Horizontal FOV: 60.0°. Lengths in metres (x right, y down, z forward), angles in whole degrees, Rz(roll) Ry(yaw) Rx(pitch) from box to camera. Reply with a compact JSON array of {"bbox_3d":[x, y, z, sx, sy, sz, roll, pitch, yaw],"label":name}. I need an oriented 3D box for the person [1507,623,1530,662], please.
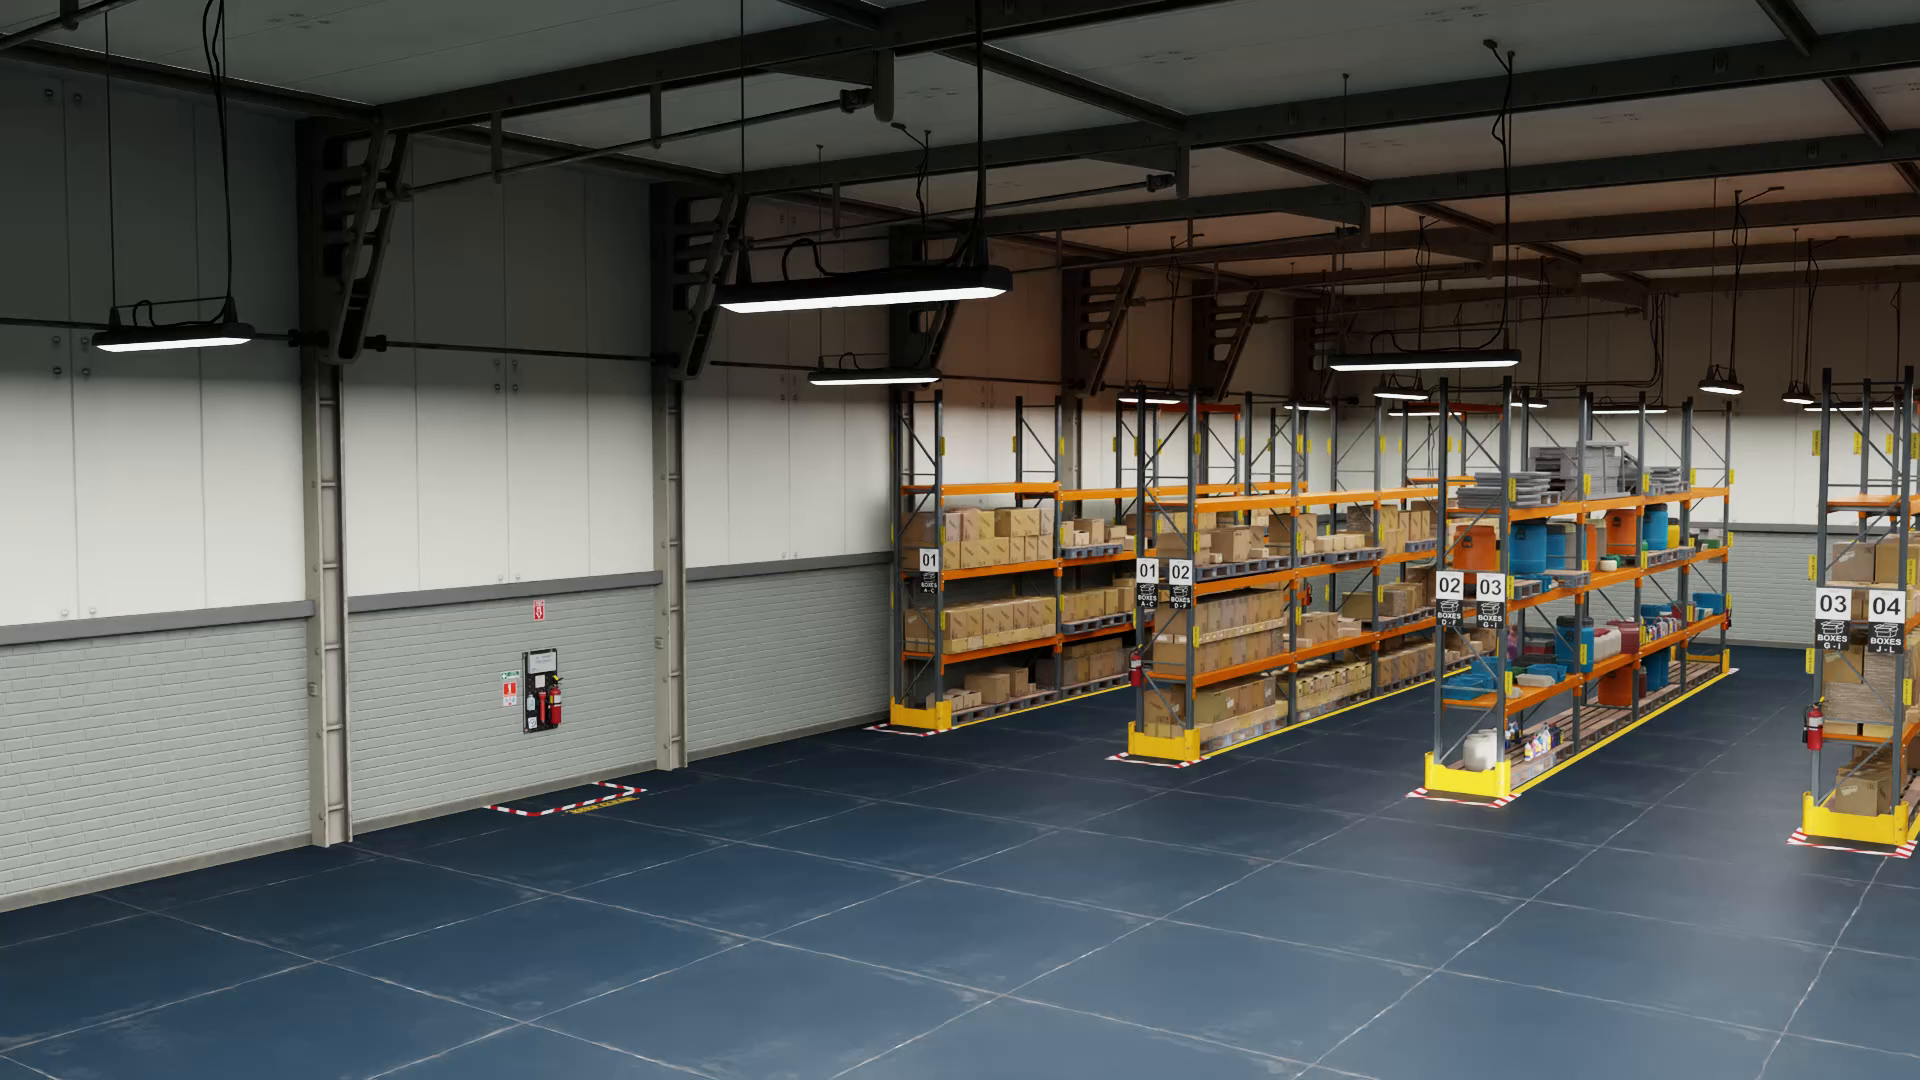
[{"bbox_3d":[11.013,2.383,32.764,0.581,1.515,0.793,3,4,44],"label":"person"}]
